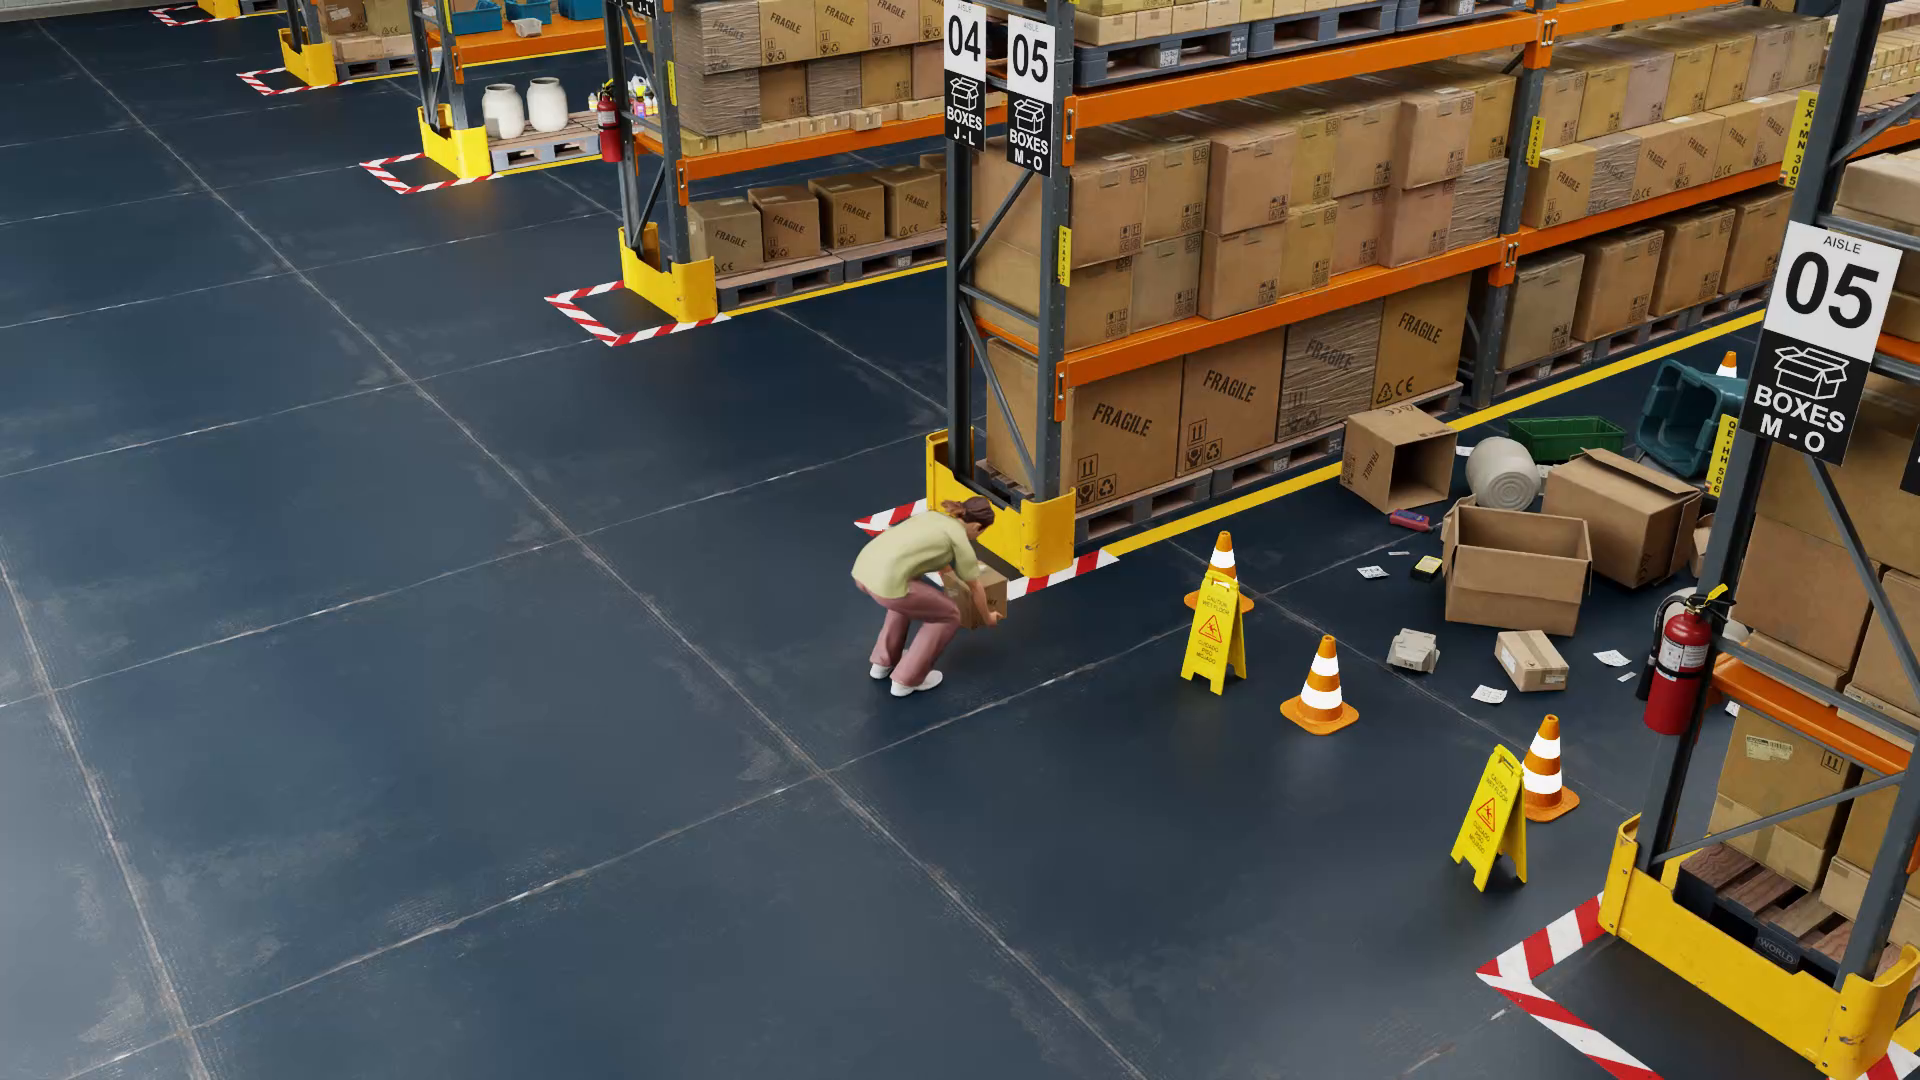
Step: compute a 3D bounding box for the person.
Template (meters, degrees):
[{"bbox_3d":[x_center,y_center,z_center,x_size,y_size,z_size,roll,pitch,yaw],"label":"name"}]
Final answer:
[{"bbox_3d":[-0.165,0.291,8.871,0.867,0.930,0.475,-21,35,-33],"label":"person"}]
